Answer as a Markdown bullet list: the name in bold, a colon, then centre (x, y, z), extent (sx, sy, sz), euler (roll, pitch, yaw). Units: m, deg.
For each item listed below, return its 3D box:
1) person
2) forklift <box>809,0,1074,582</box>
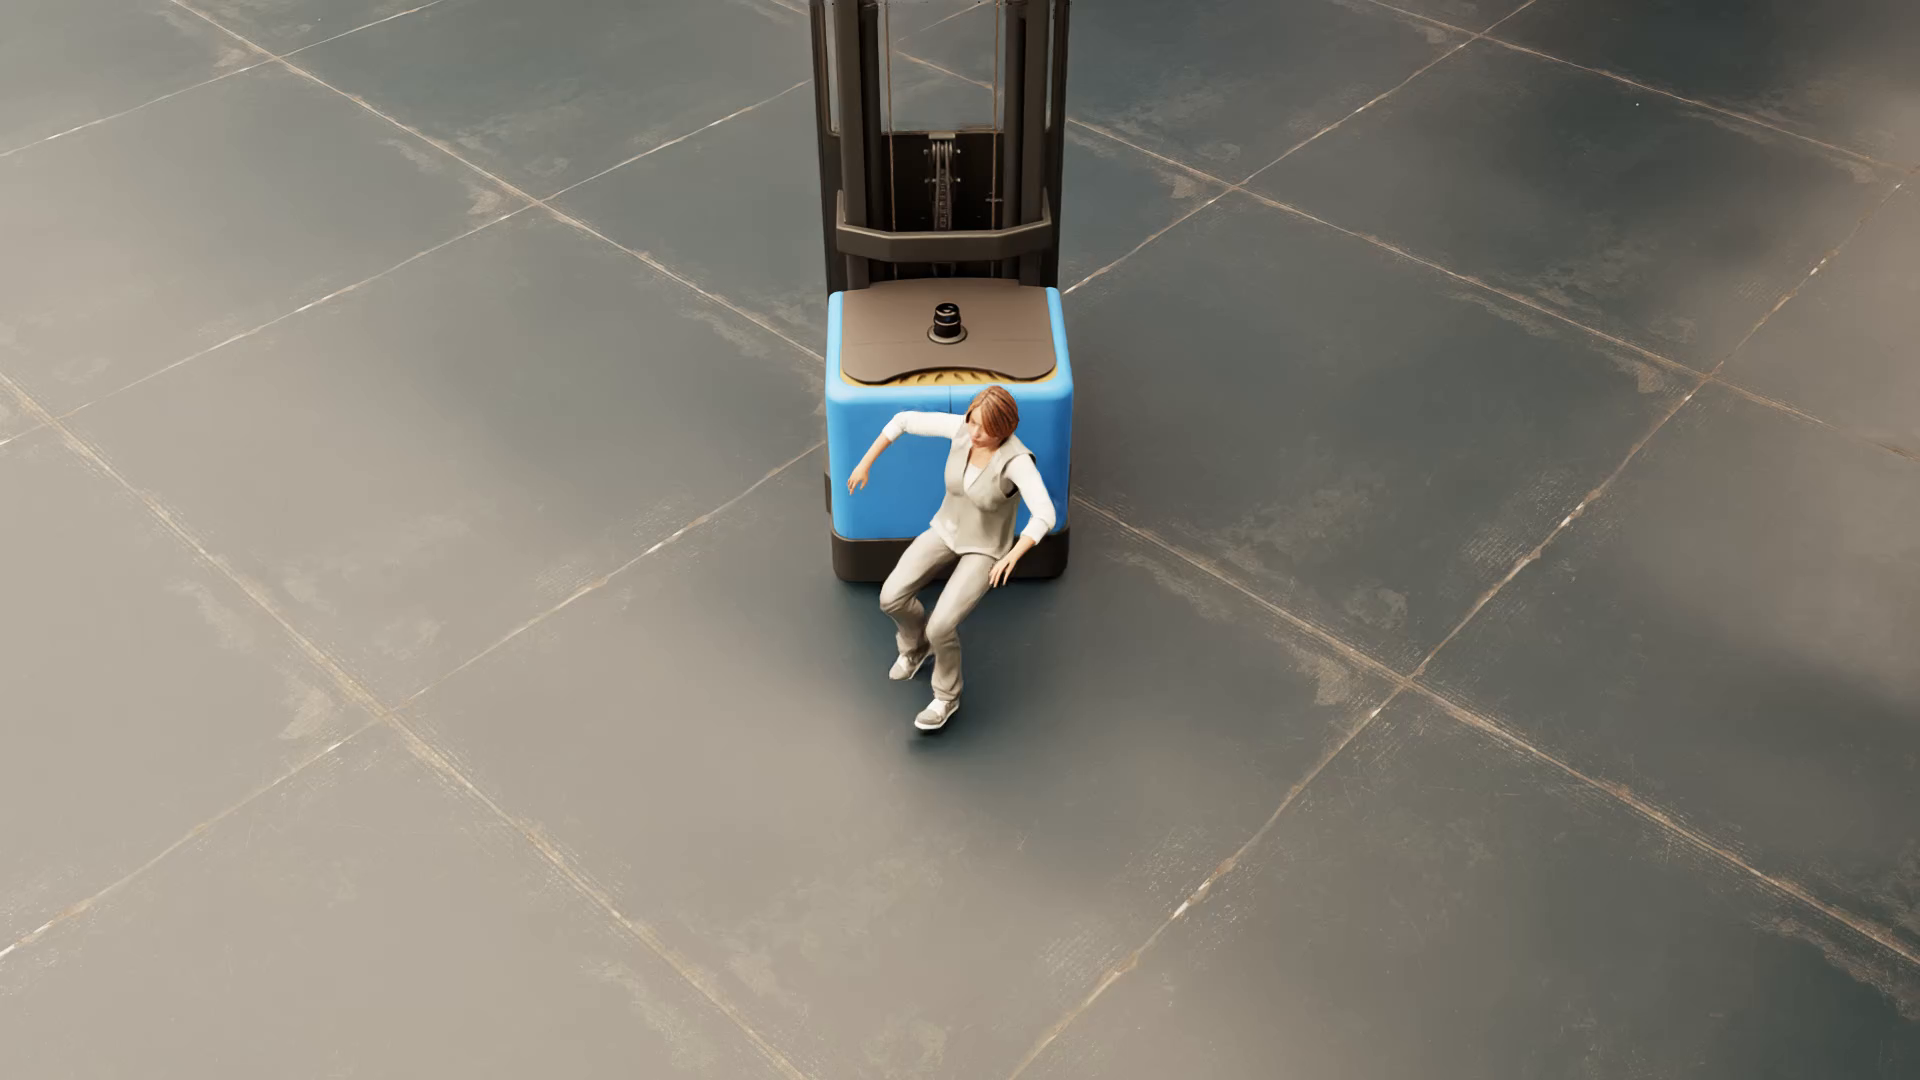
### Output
- **person**: centre (-0.063, 0.065, 6.564), extent (0.913, 1.408, 0.713), euler (21, 45, 23)
- **forklift**: centre (-0.095, -1.867, 7.605), extent (1.130, 2.935, 3.031), euler (-1, 41, -2)
